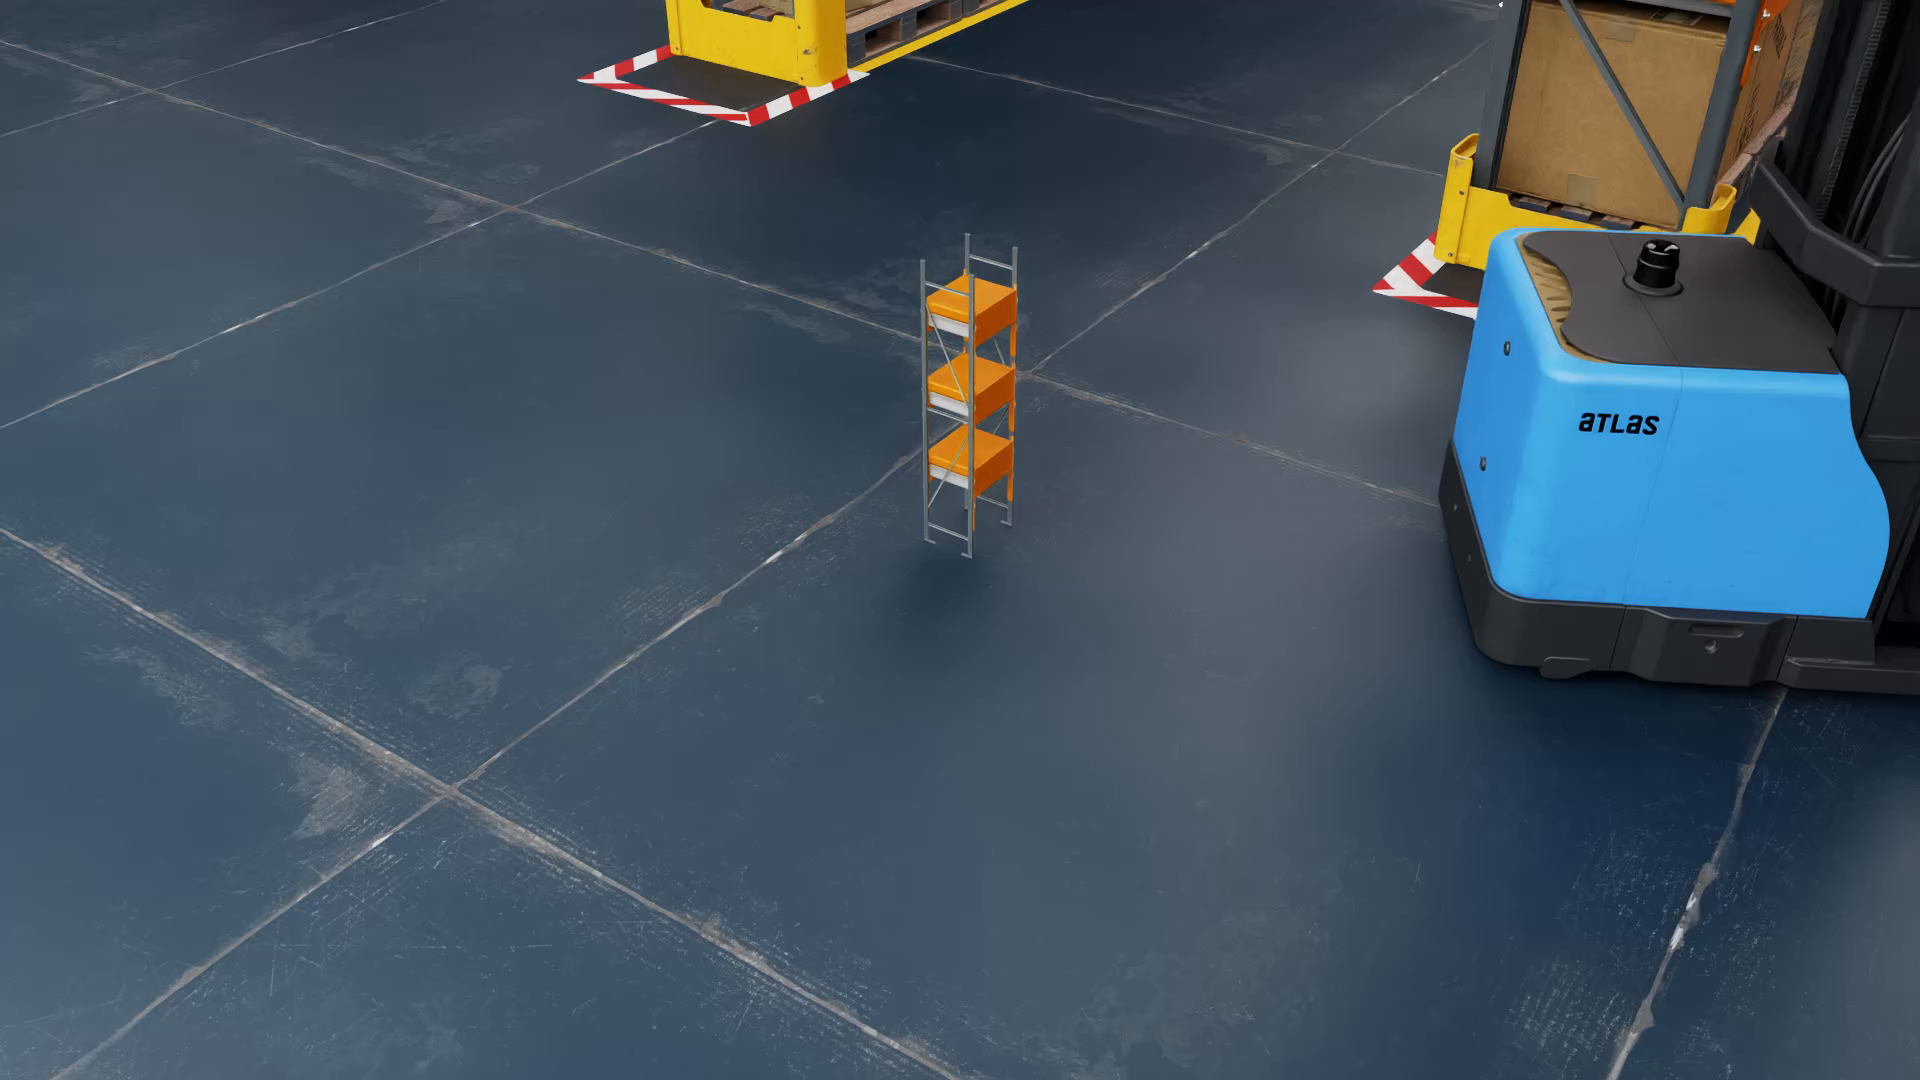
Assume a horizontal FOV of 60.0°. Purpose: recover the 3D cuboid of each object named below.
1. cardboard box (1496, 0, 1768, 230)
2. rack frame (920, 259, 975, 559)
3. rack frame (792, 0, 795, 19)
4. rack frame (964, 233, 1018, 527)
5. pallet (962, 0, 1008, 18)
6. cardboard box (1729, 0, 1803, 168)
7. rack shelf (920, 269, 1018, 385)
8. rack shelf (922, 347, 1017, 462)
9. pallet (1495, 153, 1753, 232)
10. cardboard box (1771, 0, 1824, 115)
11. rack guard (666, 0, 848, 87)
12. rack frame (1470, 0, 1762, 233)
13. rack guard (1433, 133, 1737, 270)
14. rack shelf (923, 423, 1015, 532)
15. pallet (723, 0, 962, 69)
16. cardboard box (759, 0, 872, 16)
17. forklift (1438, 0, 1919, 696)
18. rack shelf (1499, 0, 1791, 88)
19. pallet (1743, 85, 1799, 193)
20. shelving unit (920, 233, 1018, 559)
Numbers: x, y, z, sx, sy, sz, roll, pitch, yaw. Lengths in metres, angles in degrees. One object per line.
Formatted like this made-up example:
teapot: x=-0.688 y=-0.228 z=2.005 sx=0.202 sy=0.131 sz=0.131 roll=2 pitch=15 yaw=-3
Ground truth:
cardboard box: x=3.090 y=-2.077 z=7.666 sx=0.875 sy=0.875 sz=0.875 roll=21 pitch=40 yaw=28
rack frame: x=-0.039 y=-0.403 z=5.409 sx=0.200 sy=1.050 sz=0.008 roll=21 pitch=39 yaw=28
rack frame: x=-1.260 y=-4.081 z=9.107 sx=1.000 sy=3.000 sz=0.127 roll=21 pitch=39 yaw=28
rack frame: x=0.100 y=-0.516 z=5.575 sx=0.200 sy=1.050 sz=0.008 roll=21 pitch=39 yaw=28
pallet: x=-0.028 y=-3.883 z=11.303 sx=1.003 sy=0.211 sz=1.213 roll=21 pitch=39 yaw=28
cardboard box: x=3.590 y=-2.483 z=8.266 sx=0.875 sy=0.875 sz=0.875 roll=21 pitch=39 yaw=27
rack shelf: x=0.031 y=-0.686 z=5.339 sx=0.215 sy=0.259 sz=0.240 roll=21 pitch=39 yaw=28
rack shelf: x=0.031 y=-0.451 z=5.498 sx=0.215 sy=0.259 sz=0.240 roll=21 pitch=39 yaw=28
pallet: x=3.149 y=-1.688 z=8.058 sx=1.003 sy=0.211 sz=1.213 roll=21 pitch=39 yaw=28
cardboard box: x=4.111 y=-2.902 z=8.885 sx=0.875 sy=0.875 sz=0.875 roll=22 pitch=40 yaw=29
rack guard: x=-1.217 y=-3.081 z=9.859 sx=1.175 sy=0.500 sz=0.348 roll=21 pitch=39 yaw=28
rack frame: x=2.757 y=-2.450 z=6.696 sx=1.000 sy=3.000 sz=0.127 roll=21 pitch=39 yaw=28
rack guard: x=2.744 y=-1.404 z=7.380 sx=1.175 sy=0.500 sz=0.348 roll=21 pitch=39 yaw=28
rack shelf: x=0.031 y=-0.221 z=5.654 sx=0.215 sy=0.259 sz=0.240 roll=21 pitch=39 yaw=28
pallet: x=-0.724 y=-3.324 z=10.476 sx=1.003 sy=0.211 sz=1.213 roll=21 pitch=39 yaw=28
cardboard box: x=-0.890 y=-3.502 z=10.107 sx=0.500 sy=0.500 sz=0.500 roll=-29 pitch=43 yaw=-35
forklift: x=3.146 y=-0.986 z=4.592 sx=3.031 sy=2.935 sz=1.130 roll=3 pitch=34 yaw=5
rack shelf: x=3.898 y=-3.073 z=8.258 sx=1.077 sy=0.370 sz=4.000 roll=21 pitch=39 yaw=28
pallet: x=3.845 y=-2.247 z=8.885 sx=1.003 sy=0.211 sz=1.213 roll=21 pitch=39 yaw=28
shelving unit: x=0.031 y=-0.460 z=5.492 sx=0.215 sy=1.050 sz=0.252 roll=21 pitch=39 yaw=28
